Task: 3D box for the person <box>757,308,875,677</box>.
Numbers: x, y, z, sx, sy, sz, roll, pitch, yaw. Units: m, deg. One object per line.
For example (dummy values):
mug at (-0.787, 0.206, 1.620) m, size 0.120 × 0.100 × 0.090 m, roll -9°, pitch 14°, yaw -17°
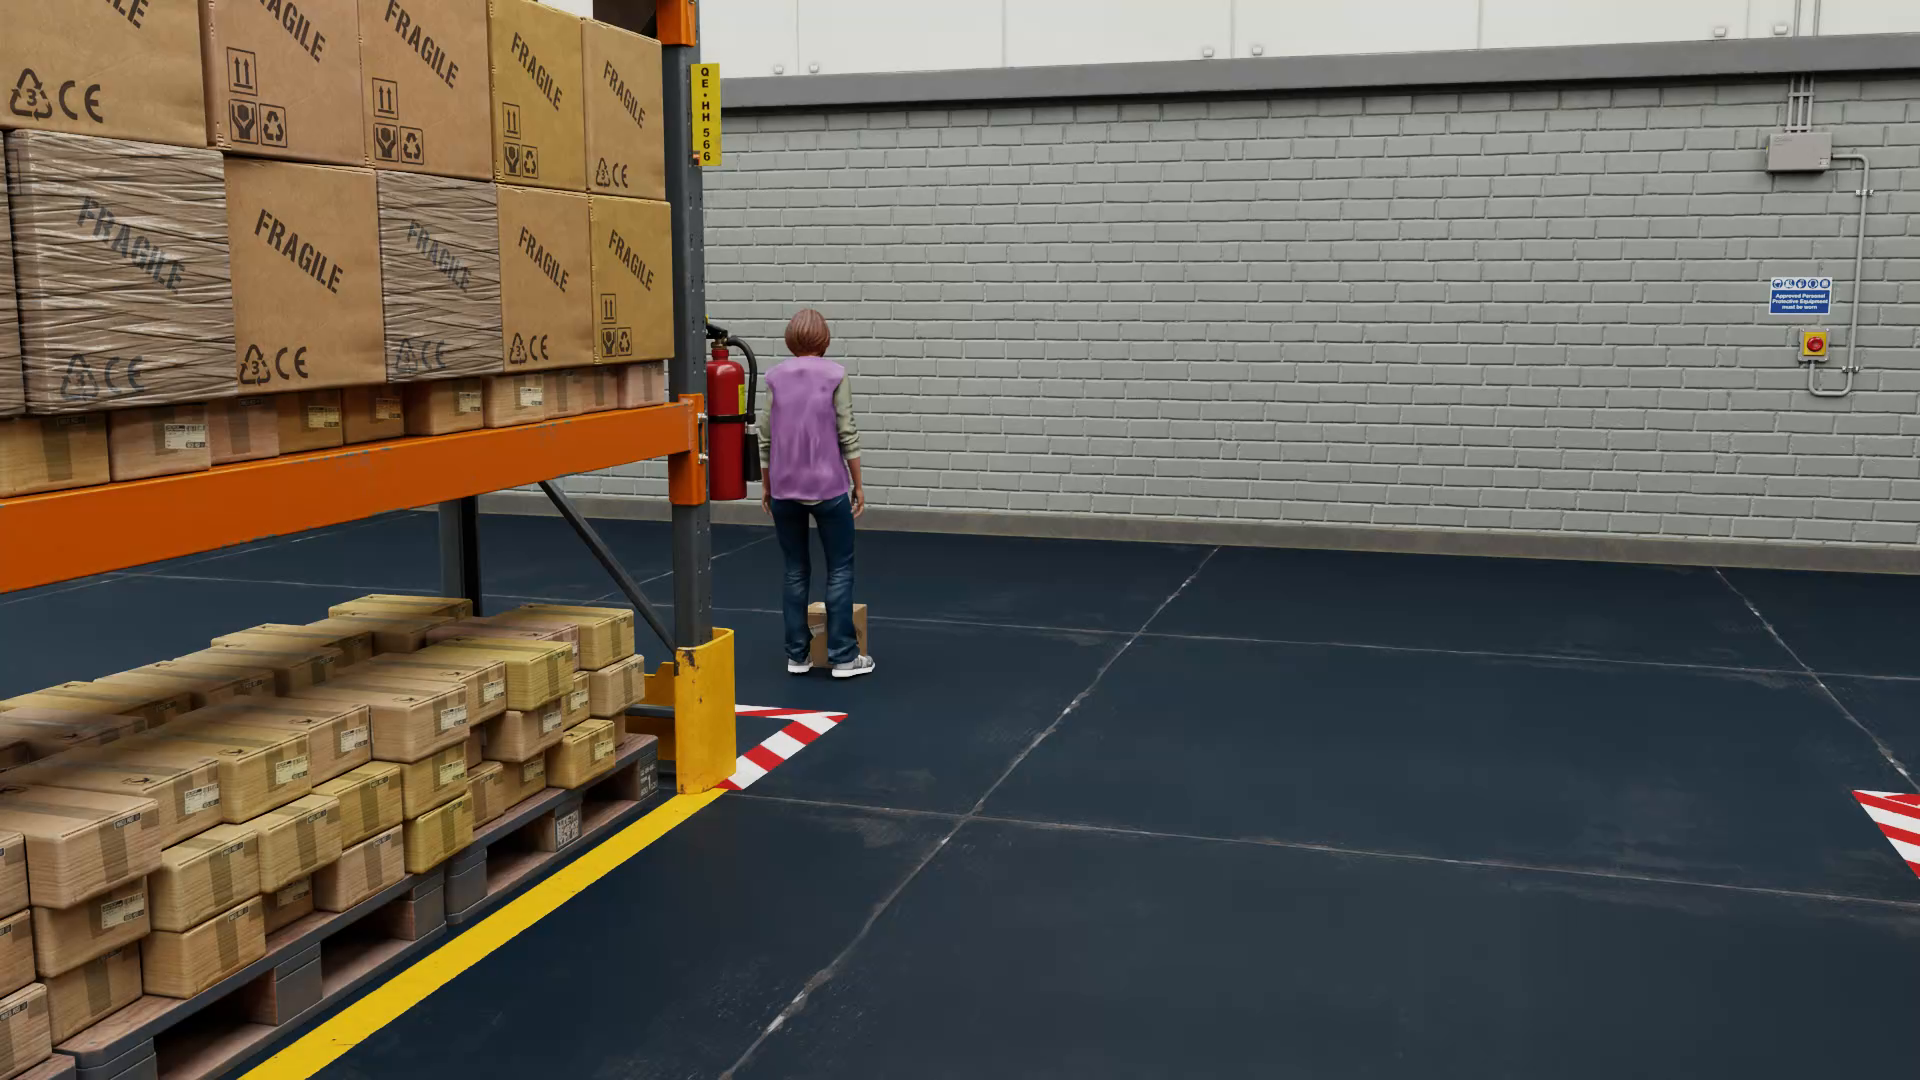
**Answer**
person at (-0.636, -0.196, 7.218) m, size 0.484 × 1.581 × 0.375 m, roll 2°, pitch 9°, yaw 13°
